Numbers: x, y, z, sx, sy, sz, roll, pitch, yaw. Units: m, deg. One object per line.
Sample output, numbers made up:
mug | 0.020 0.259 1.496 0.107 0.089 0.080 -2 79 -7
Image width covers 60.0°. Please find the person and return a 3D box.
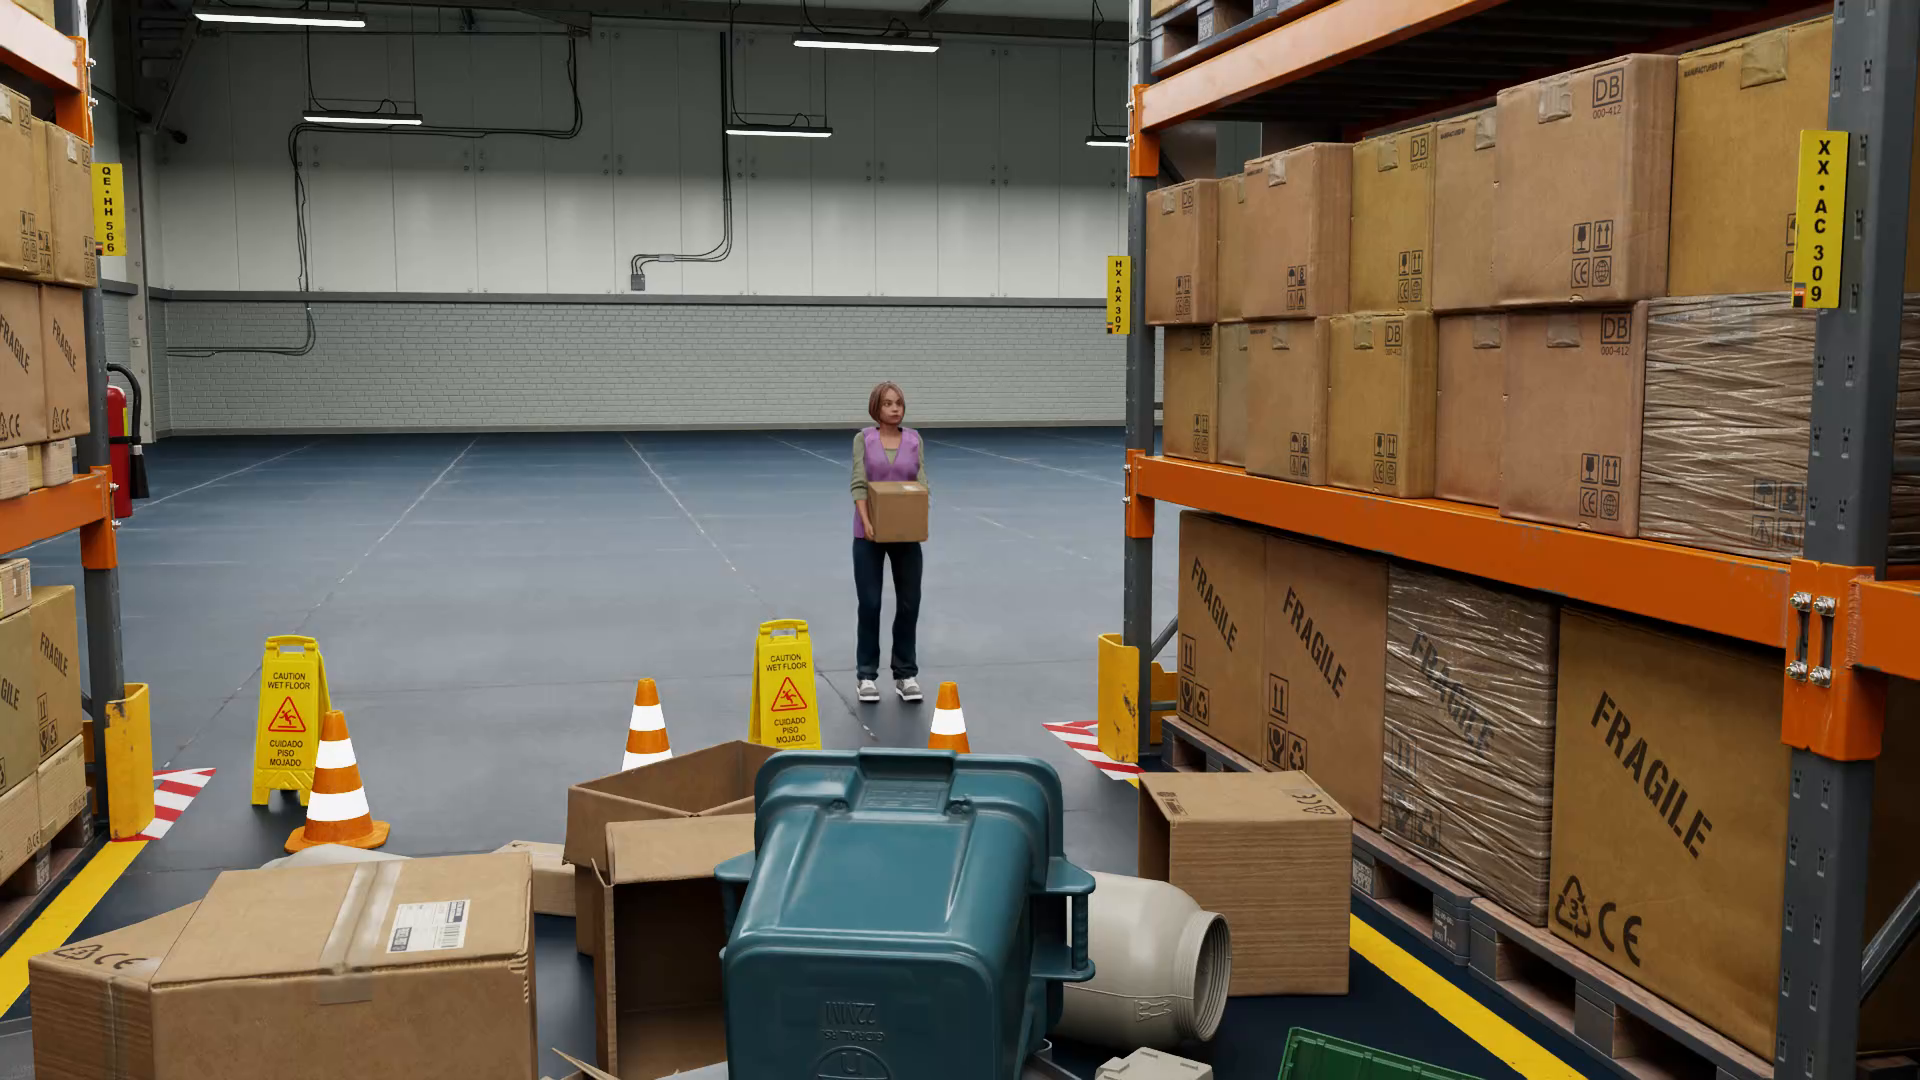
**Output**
person | -0.344 0.013 8.286 0.405 1.595 0.490 -1 7 -13
